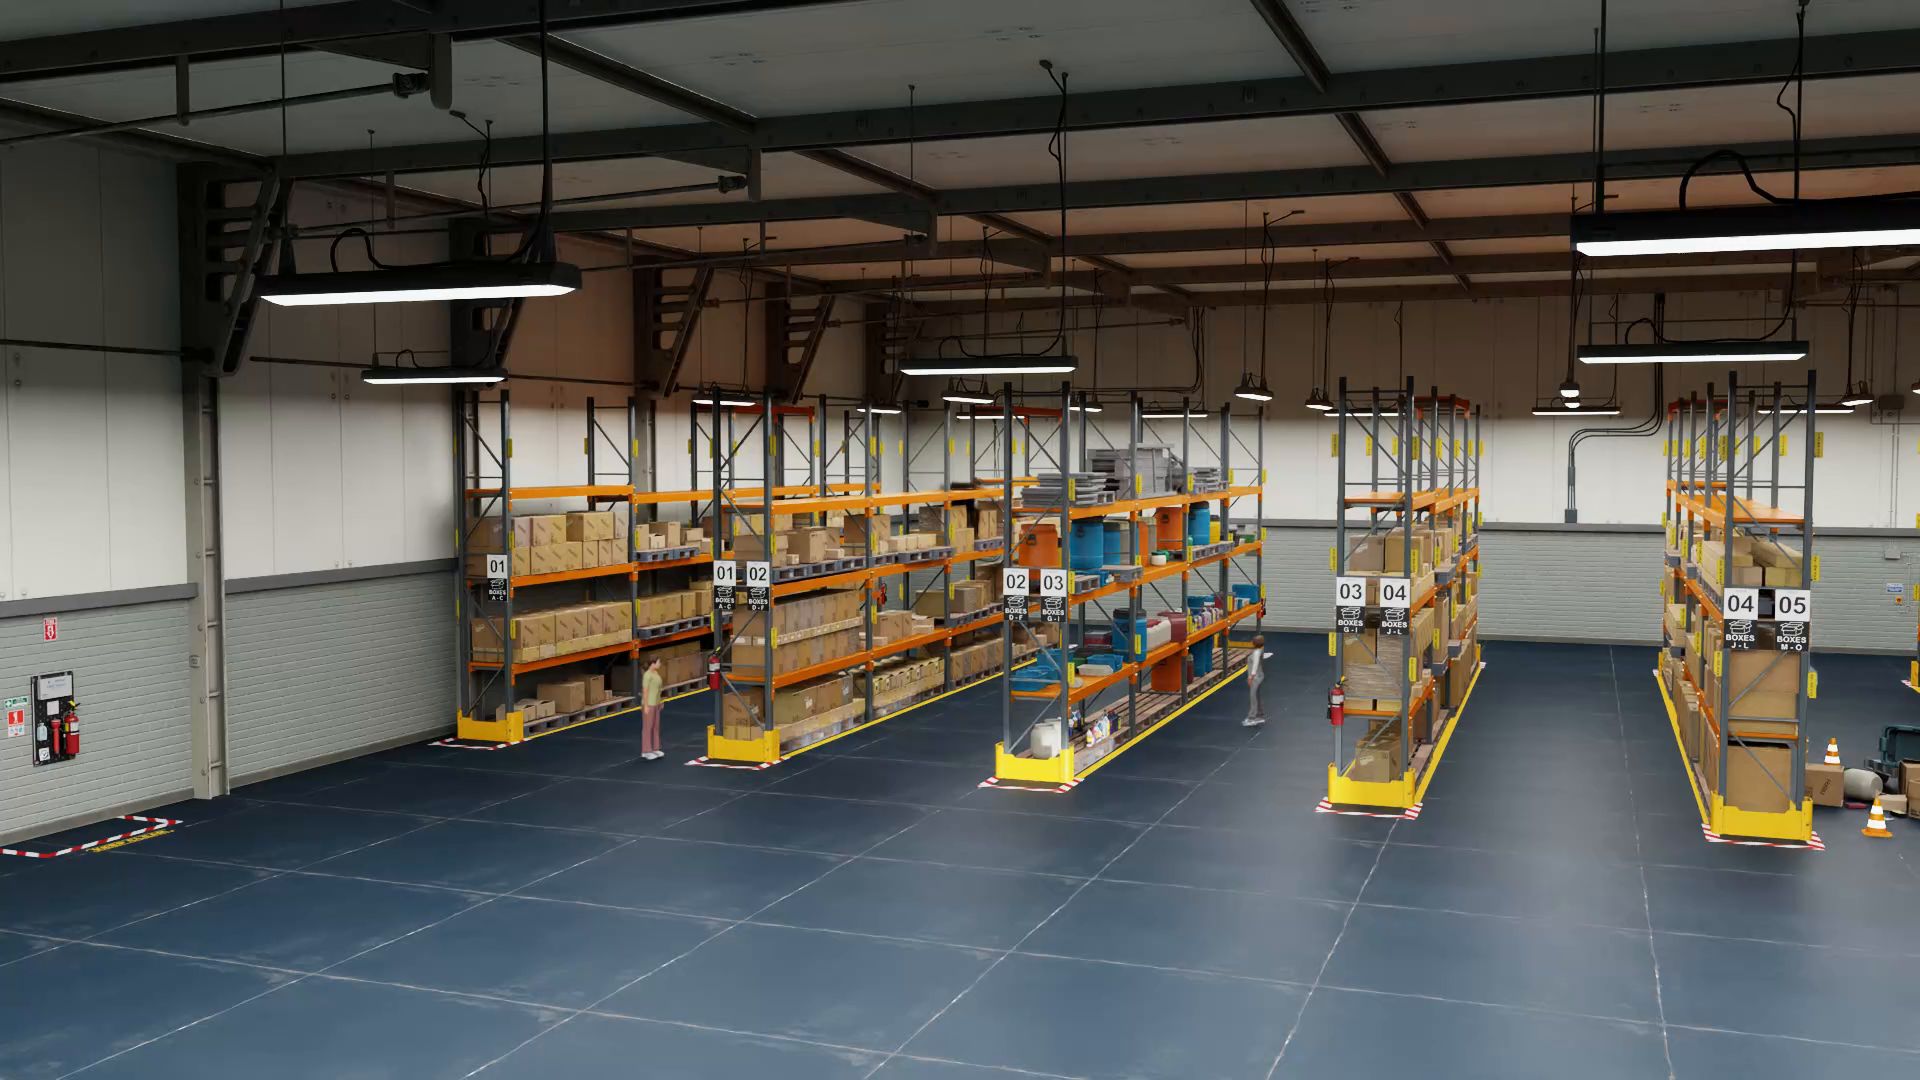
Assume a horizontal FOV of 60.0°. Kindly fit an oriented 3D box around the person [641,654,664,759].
[{"bbox_3d":[-4.975,2.680,26.896,0.352,1.687,0.474,1,3,11],"label":"person"}]

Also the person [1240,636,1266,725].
[{"bbox_3d":[5.332,2.543,30.211,0.495,1.615,0.436,0,3,1],"label":"person"}]
